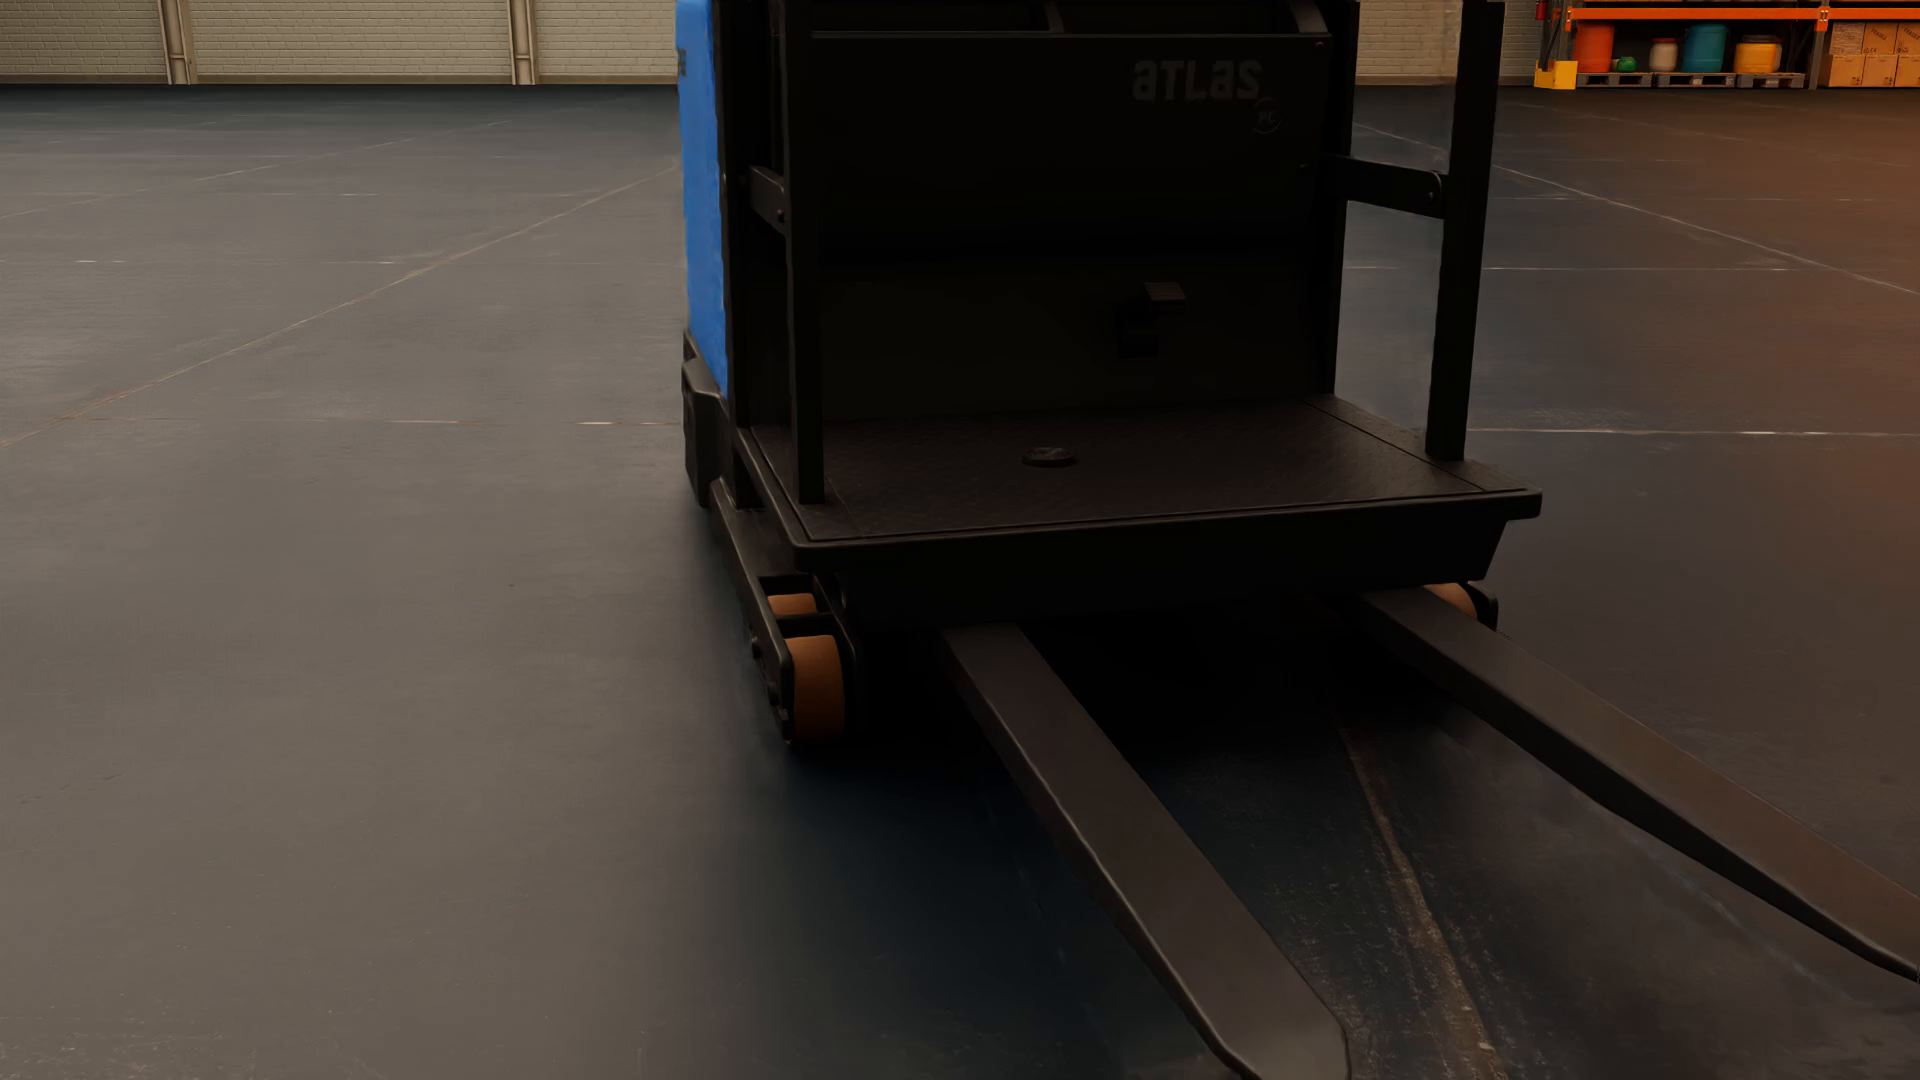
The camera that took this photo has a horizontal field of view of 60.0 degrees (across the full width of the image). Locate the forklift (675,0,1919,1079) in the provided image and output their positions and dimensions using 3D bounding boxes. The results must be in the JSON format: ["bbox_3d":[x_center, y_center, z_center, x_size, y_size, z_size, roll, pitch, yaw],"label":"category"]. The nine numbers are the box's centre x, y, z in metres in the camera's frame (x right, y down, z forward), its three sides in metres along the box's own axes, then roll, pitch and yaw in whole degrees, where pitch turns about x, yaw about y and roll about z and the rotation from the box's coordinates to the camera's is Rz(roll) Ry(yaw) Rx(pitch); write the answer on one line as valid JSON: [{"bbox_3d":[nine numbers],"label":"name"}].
[{"bbox_3d":[0.202,-1.224,2.370,1.130,2.935,3.031,-4,18,-13],"label":"forklift"}]
